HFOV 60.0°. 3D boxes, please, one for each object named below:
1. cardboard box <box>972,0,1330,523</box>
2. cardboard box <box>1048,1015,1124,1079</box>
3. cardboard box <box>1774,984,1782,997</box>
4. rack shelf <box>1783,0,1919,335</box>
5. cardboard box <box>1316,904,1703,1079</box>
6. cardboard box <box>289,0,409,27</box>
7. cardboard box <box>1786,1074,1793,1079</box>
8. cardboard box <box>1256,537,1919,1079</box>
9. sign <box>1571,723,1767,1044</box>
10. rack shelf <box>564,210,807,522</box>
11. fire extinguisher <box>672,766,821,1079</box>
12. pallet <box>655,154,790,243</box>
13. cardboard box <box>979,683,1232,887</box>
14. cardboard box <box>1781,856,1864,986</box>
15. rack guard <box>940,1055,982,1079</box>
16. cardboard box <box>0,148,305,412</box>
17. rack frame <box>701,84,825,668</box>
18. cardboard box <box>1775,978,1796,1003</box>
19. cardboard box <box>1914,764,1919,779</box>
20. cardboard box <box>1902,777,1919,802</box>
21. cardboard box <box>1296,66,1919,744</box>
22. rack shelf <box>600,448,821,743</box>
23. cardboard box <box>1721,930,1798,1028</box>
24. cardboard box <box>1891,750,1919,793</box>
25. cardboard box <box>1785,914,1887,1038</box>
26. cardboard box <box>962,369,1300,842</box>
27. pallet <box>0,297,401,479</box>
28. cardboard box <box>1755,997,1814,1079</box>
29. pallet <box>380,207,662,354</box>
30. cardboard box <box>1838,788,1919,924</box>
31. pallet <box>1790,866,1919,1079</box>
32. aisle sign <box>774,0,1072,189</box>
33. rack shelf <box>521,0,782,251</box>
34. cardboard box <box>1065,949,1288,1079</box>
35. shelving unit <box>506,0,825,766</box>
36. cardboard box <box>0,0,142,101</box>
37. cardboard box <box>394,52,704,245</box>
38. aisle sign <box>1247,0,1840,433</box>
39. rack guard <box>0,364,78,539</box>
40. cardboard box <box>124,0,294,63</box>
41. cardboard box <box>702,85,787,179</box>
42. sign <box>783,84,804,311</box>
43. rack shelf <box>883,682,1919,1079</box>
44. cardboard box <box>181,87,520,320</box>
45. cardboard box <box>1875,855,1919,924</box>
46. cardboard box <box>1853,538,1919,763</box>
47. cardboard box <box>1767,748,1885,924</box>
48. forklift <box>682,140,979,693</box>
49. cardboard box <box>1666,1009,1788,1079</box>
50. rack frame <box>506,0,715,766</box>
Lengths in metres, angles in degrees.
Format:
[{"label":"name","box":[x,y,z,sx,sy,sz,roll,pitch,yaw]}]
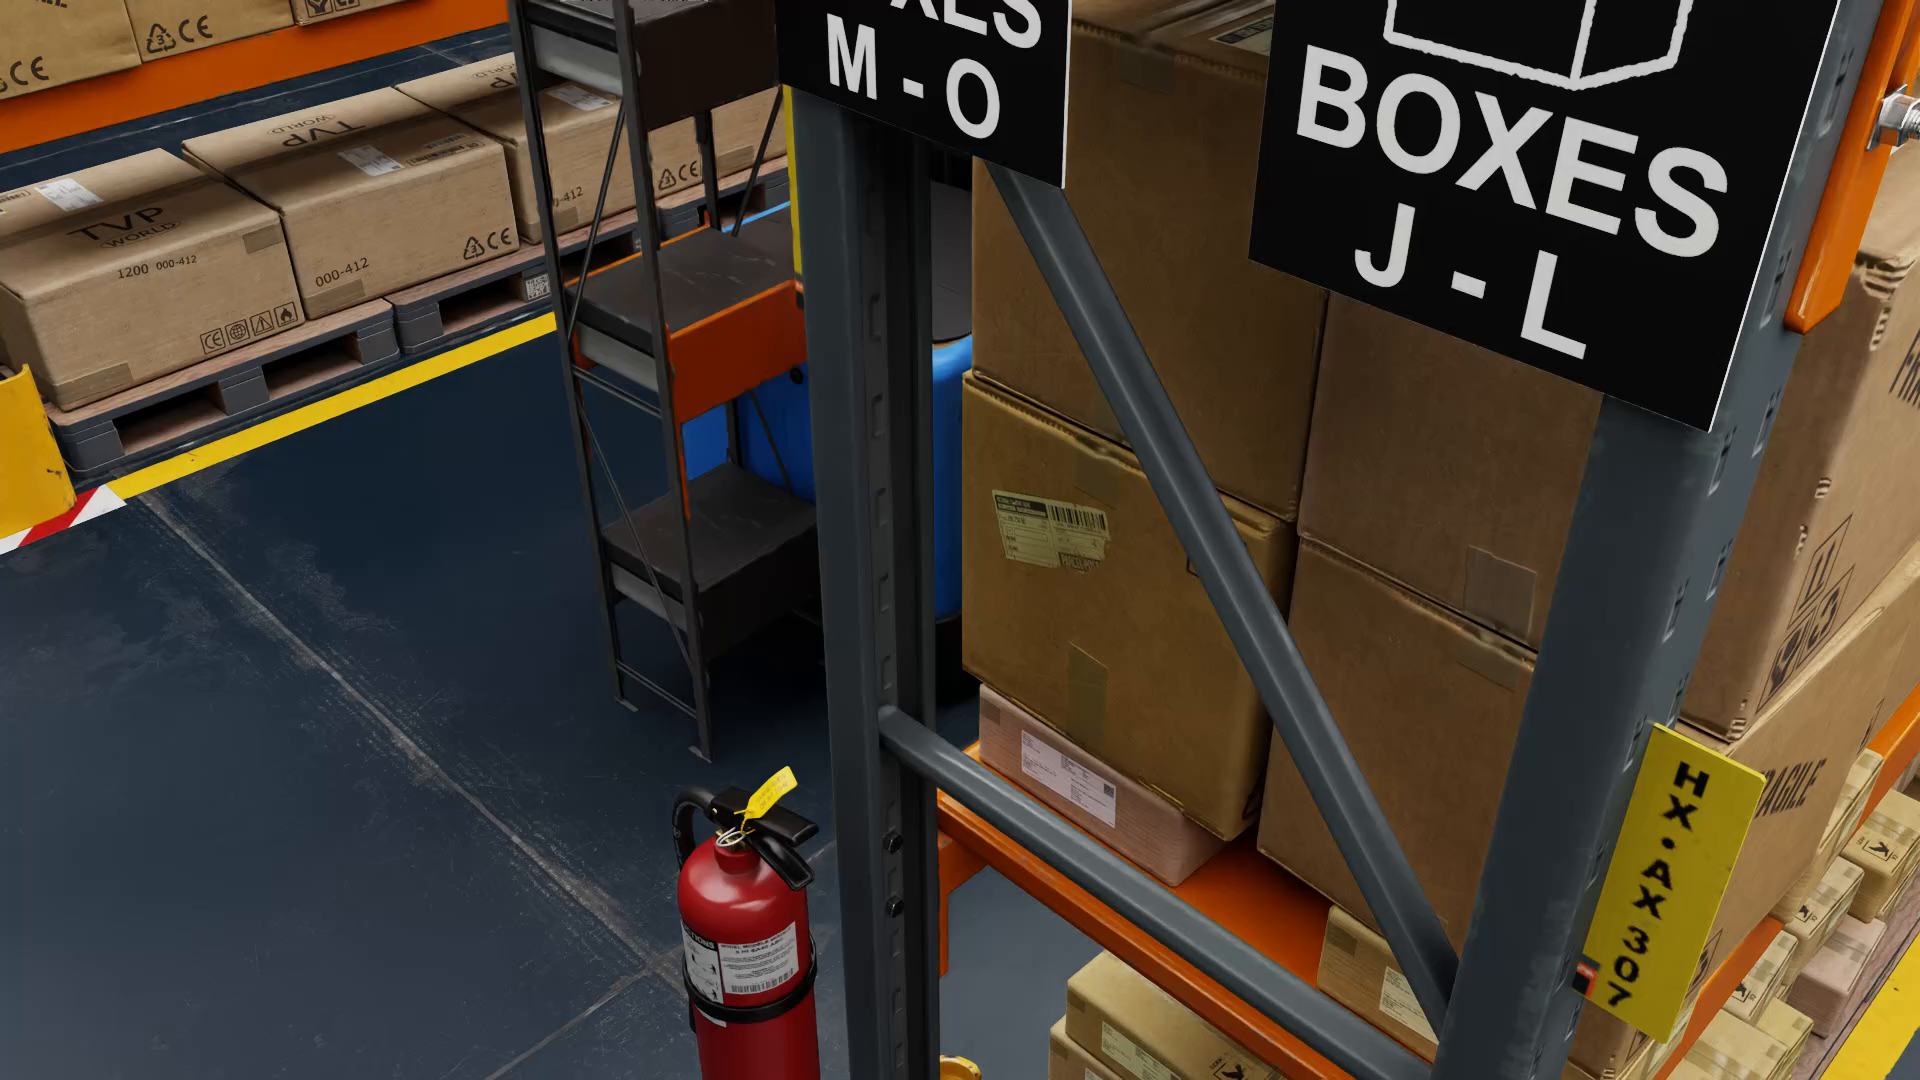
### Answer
[{"label":"cardboard box","box":[0.363,-0.420,2.009,0.500,0.500,0.500,29,44,34]},{"label":"cardboard box","box":[0.387,0.984,3.081,0.380,0.149,0.250,28,44,34]},{"label":"cardboard box","box":[1.489,0.775,3.382,0.380,0.149,0.250,27,43,33]},{"label":"rack shelf","box":[1.627,-1.308,2.511,1.077,0.370,4.000,30,45,35]},{"label":"cardboard box","box":[0.678,0.542,2.070,0.380,0.149,0.250,29,44,35]},{"label":"cardboard box","box":[-2.117,-2.051,5.482,0.500,0.500,0.500,29,44,35]},{"label":"cardboard box","box":[1.368,1.050,3.248,0.250,0.149,0.380,-29,44,-35]},{"label":"cardboard box","box":[0.730,0.205,1.987,0.500,0.500,0.500,-28,43,-34]},{"label":"sign","box":[0.603,0.302,1.438,0.100,0.325,0.005,30,45,35]},{"label":"rack shelf","box":[-0.642,-0.436,4.063,0.431,0.518,0.480,27,43,33]},{"label":"fire extinguisher","box":[-0.287,0.540,2.248,0.296,0.674,0.183,30,45,35]},{"label":"pallet","box":[-1.139,-1.718,7.529,1.003,0.211,1.213,30,45,35]},{"label":"cardboard box","box":[0.247,0.295,2.424,0.380,0.149,0.250,30,45,35]},{"label":"cardboard box","box":[1.523,0.662,3.283,0.250,0.149,0.380,-28,44,-34]},{"label":"rack guard","box":[0.271,1.433,2.758,1.175,0.500,0.348,30,45,35]},{"label":"cardboard box","box":[-2.972,-0.945,5.855,0.875,0.438,0.875,28,44,34]},{"label":"rack frame","box":[-0.480,-0.552,4.206,0.400,2.100,0.015,27,43,33]},{"label":"cardboard box","box":[1.480,0.908,3.451,0.380,0.149,0.250,30,45,35]},{"label":"cardboard box","box":[2.103,0.376,3.693,0.380,0.149,0.250,28,44,34]},{"label":"cardboard box","box":[2.066,0.451,3.846,0.380,0.149,0.250,27,43,33]},{"label":"cardboard box","box":[0.722,-0.210,1.707,0.500,0.500,0.500,29,44,35]},{"label":"rack shelf","box":[-0.642,0.138,4.464,0.431,0.518,0.480,27,43,33]},{"label":"cardboard box","box":[1.321,0.771,3.127,0.380,0.149,0.250,27,43,33]},{"label":"cardboard box","box":[1.850,0.433,3.612,0.380,0.149,0.250,30,45,35]},{"label":"cardboard box","box":[1.718,0.842,3.546,0.380,0.149,0.250,27,43,33]},{"label":"cardboard box","box":[0.352,-0.010,2.295,0.500,0.500,0.500,-29,44,-35]},{"label":"pallet","box":[-2.859,-0.728,6.109,1.003,0.211,1.213,30,45,35]},{"label":"cardboard box","box":[1.369,0.921,3.173,0.250,0.149,0.380,-28,44,-34]},{"label":"pallet","box":[-1.999,-1.220,6.816,1.003,0.211,1.213,30,45,35]},{"label":"cardboard box","box":[1.741,0.574,3.410,0.250,0.149,0.380,-29,44,-35]},{"label":"pallet","box":[1.728,0.743,4.000,1.003,0.211,1.213,30,45,35]},{"label":"aisle sign","box":[-0.047,-0.719,1.386,0.394,0.787,0.004,30,45,35]},{"label":"rack shelf","box":[-0.642,-1.010,3.663,0.431,0.518,0.480,27,43,33]},{"label":"cardboard box","box":[0.411,0.875,2.979,0.250,0.149,0.380,-29,44,-35]},{"label":"shelving unit","box":[-0.642,-0.447,4.055,0.431,2.100,0.503,27,43,33]},{"label":"cardboard box","box":[-2.824,-1.635,4.885,0.500,0.500,0.500,29,44,35]},{"label":"cardboard box","box":[-1.697,-1.685,6.917,0.875,0.438,0.875,28,44,34]},{"label":"aisle sign","box":[0.379,-0.477,1.039,0.394,0.787,0.004,30,45,35]},{"label":"rack guard","box":[-3.383,-0.480,5.502,1.175,0.500,0.348,30,45,35]},{"label":"cardboard box","box":[-2.488,-1.852,5.196,0.500,0.500,0.500,29,44,35]},{"label":"cardboard box","box":[-1.067,-2.049,7.438,0.875,0.438,0.875,29,44,35]},{"label":"sign","box":[-0.162,-0.398,1.910,0.100,0.325,0.005,30,45,35]},{"label":"rack shelf","box":[1.627,-0.078,3.369,1.077,0.370,4.000,30,45,35]},{"label":"cardboard box","box":[-2.333,-1.320,6.393,0.875,0.438,0.875,-29,44,-34]},{"label":"cardboard box","box":[1.894,0.719,3.722,0.380,0.149,0.250,30,45,35]},{"label":"cardboard box","box":[1.089,-0.023,2.313,0.500,0.500,0.500,30,45,35]},{"label":"cardboard box","box":[1.056,0.335,2.367,0.380,0.149,0.250,28,44,34]},{"label":"forklift","box":[0.534,-1.548,4.908,1.130,2.935,3.031,27,43,33]},{"label":"cardboard box","box":[1.205,0.905,2.935,0.380,0.149,0.250,29,44,35]},{"label":"rack frame","box":[-0.803,-0.342,3.905,0.400,2.100,0.015,27,43,33]}]
